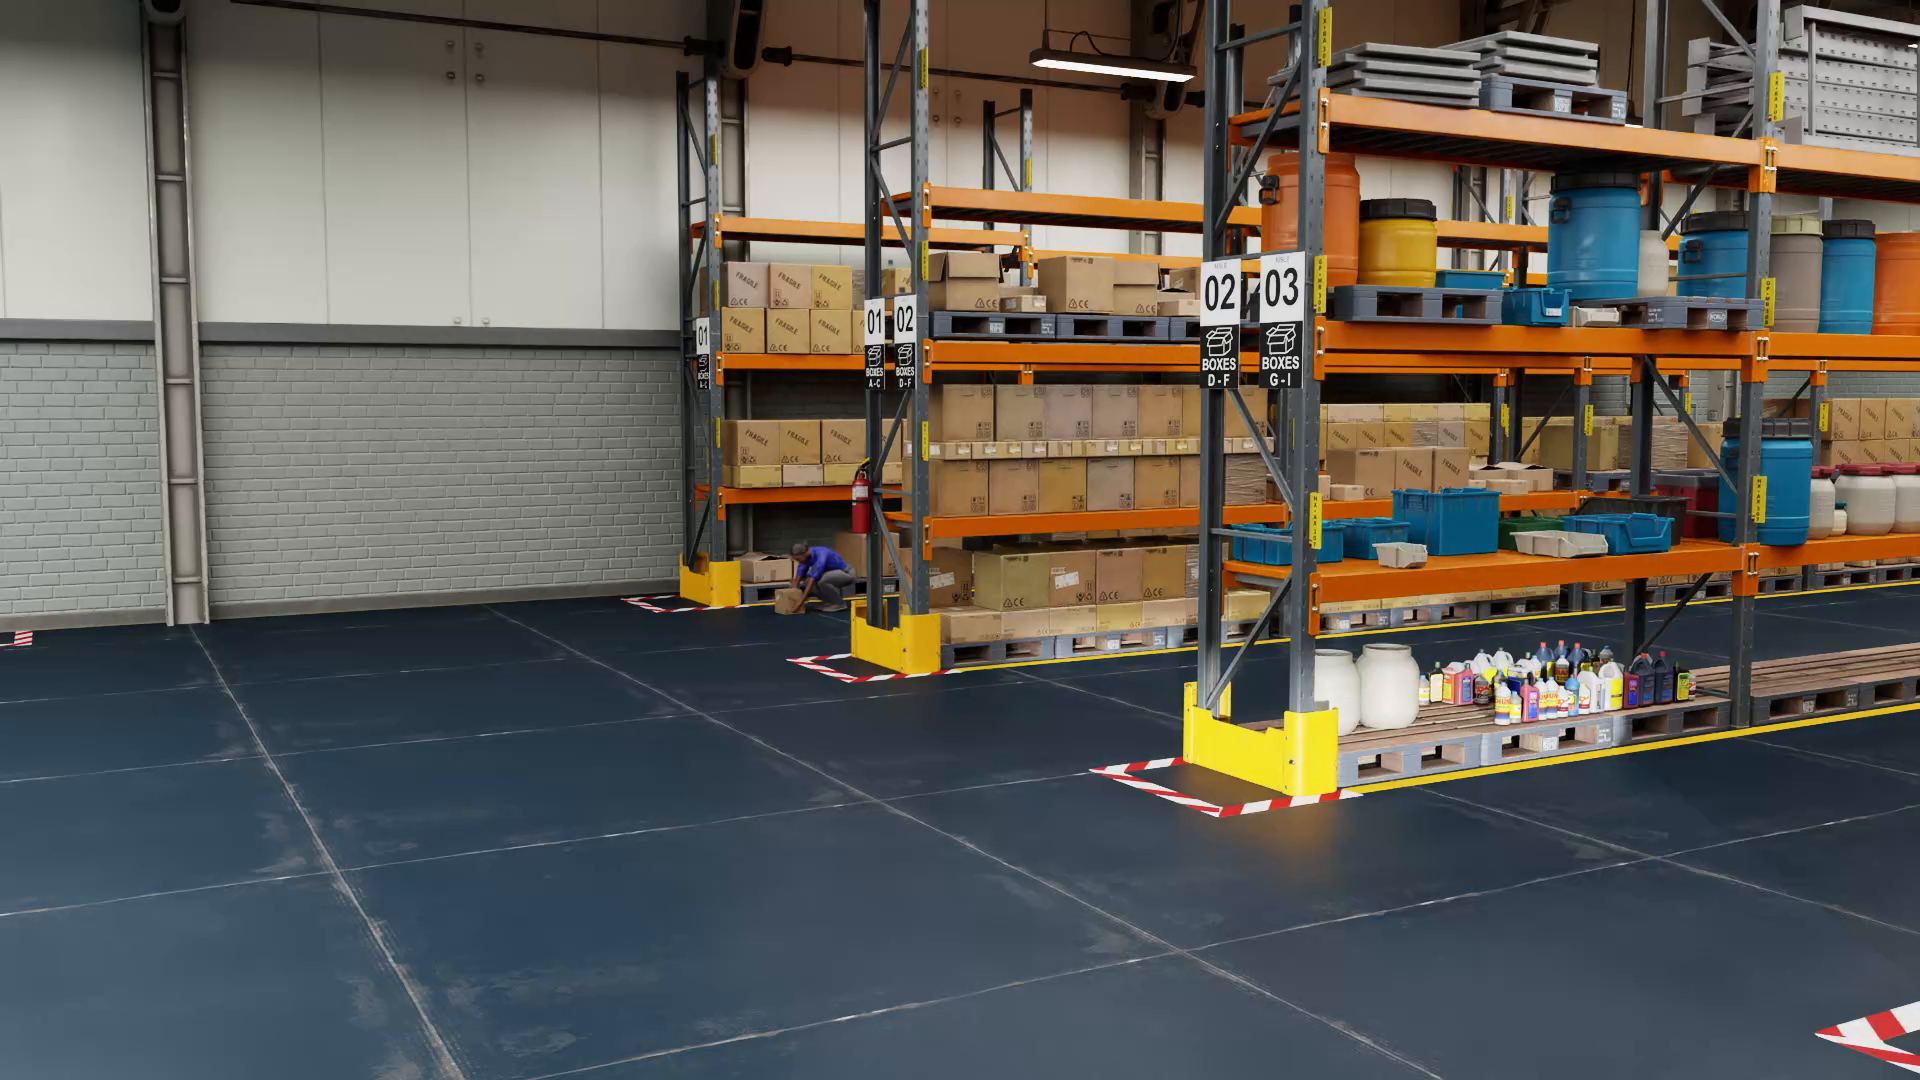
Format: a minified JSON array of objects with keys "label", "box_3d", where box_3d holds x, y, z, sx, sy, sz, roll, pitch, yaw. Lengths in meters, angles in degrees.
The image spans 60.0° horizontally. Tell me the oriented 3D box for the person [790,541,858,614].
[{"label":"person","box_3d":[-1.519,0.401,18.125,0.848,0.799,0.462,-3,6,-29]}]
